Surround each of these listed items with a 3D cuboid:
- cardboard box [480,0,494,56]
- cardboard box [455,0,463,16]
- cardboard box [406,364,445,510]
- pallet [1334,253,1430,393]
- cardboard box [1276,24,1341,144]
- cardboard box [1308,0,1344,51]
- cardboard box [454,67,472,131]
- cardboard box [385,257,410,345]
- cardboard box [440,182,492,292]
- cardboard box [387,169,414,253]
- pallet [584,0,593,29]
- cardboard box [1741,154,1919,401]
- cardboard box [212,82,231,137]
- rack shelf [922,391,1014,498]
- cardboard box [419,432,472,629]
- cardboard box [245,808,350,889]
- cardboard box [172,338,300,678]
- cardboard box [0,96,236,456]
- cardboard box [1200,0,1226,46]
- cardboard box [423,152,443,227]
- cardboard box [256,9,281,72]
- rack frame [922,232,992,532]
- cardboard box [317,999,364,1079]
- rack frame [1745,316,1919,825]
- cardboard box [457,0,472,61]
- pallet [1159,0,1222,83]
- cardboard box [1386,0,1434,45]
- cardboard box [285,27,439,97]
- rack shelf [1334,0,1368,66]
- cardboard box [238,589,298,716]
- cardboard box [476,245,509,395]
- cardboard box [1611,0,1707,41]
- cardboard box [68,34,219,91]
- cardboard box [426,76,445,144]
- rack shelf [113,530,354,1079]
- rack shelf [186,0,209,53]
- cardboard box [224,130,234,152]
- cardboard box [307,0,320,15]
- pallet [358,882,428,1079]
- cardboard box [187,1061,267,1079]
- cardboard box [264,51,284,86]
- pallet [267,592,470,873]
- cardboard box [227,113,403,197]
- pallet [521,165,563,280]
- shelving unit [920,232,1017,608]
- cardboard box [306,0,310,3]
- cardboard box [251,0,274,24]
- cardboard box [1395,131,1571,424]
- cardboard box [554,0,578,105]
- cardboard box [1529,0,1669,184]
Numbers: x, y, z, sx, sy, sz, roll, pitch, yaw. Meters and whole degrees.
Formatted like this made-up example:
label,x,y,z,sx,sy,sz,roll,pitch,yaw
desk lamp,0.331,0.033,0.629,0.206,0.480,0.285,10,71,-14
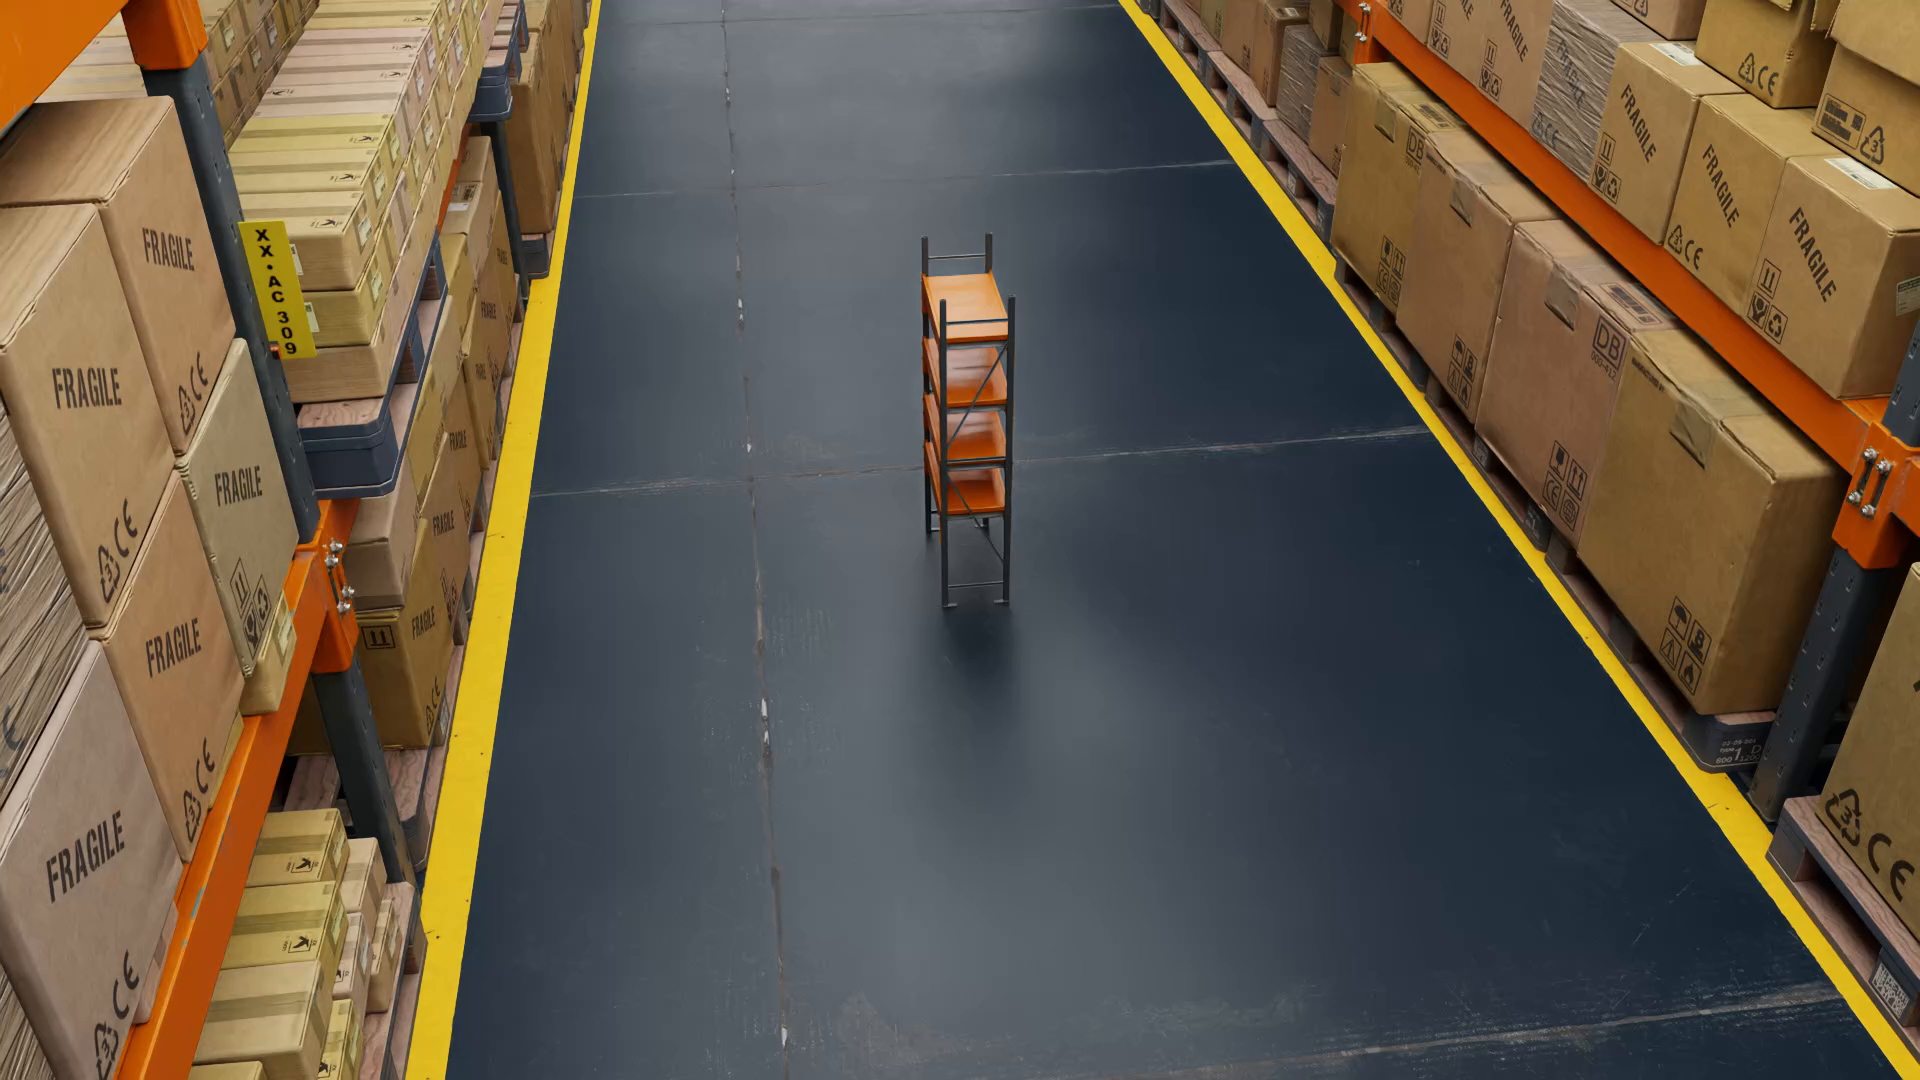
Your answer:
label,x,y,z,sx,sy,sz,roll,pitch,yaw
cardboard box,-1.969,-1.915,6.247,0.380,0.149,0.250,-4,34,-6
cardboard box,-1.904,-1.875,5.660,0.380,0.149,0.250,-4,35,-6
cardboard box,-1.931,-0.316,5.231,0.500,0.250,0.500,-3,34,-5
pallet,2.402,-1.090,7.662,1.003,0.211,1.213,-4,35,-6
cardboard box,2.174,-2.517,9.109,0.700,0.500,0.500,-7,35,-10
cardboard box,2.170,-2.813,8.878,0.500,0.250,0.500,-1,34,-1
cardboard box,-1.868,-1.481,5.610,0.380,0.149,0.250,-3,34,-5
cardboard box,-1.660,-0.615,4.339,0.380,0.149,0.250,-4,34,-6
cardboard box,-2.127,-1.176,6.493,0.500,0.250,0.500,-4,34,-6
cardboard box,-1.689,-0.872,4.452,0.380,0.149,0.250,-4,34,-5
pallet,-3.120,-3.878,11.754,1.003,0.211,1.213,-4,35,-6
cardboard box,2.576,-0.737,4.579,0.500,0.500,0.500,-4,35,-6
cardboard box,-2.450,-1.271,5.038,0.380,0.149,0.250,-4,35,-6
rack shelf,0.022,-0.348,5.814,0.258,0.148,0.480,-4,35,-6
cardboard box,-1.929,-0.004,5.440,0.500,0.500,0.500,-3,34,-4
cardboard box,-1.714,0.801,4.041,0.380,0.149,0.250,-3,34,-5
cardboard box,-1.674,-0.052,3.310,0.500,0.500,0.500,-4,35,-6
cardboard box,-1.688,-0.472,3.038,0.500,0.500,0.500,-6,35,-8
cardboard box,1.940,-3.457,10.488,0.700,0.500,0.500,-5,35,-7
cardboard box,-1.757,-1.037,4.958,0.380,0.149,0.250,-6,35,-8
cardboard box,-2.547,-1.696,5.662,0.380,0.149,0.250,-4,35,-6
rack frame,-0.011,-0.540,5.976,0.240,1.200,0.015,-4,35,-6
cardboard box,-1.560,1.195,3.727,0.380,0.149,0.250,-6,35,-8
rack frame,2.909,-0.455,4.255,1.000,3.000,0.127,-4,35,-6
cardboard box,-1.900,-1.746,5.734,0.380,0.149,0.250,-5,35,-7
pallet,1.939,-3.333,10.953,1.003,0.211,1.213,-4,35,-6
cardboard box,2.167,-2.437,7.074,0.500,0.500,0.500,-3,34,-5
cardboard box,-1.792,-1.428,5.004,0.380,0.149,0.250,-3,34,-5
rack shelf,2.102,-3.506,9.370,1.077,0.370,4.000,-4,35,-6
cardboard box,-1.606,0.245,3.450,0.380,0.149,0.250,-5,35,-8
cardboard box,-2.144,-0.872,6.712,0.500,0.500,0.500,-3,34,-4
cardboard box,2.635,-1.997,5.537,0.797,0.503,0.637,-3,34,-5
cardboard box,-2.441,-1.388,4.946,0.380,0.149,0.250,-6,35,-9
cardboard box,-1.798,-1.315,5.103,0.380,0.149,0.250,-5,35,-7
rack shelf,-1.750,1.277,2.351,1.077,0.370,4.000,-4,35,-6
rack shelf,-2.288,-2.195,4.782,1.077,0.370,4.000,-4,35,-6
cardboard box,-2.447,-1.139,5.108,0.380,0.149,0.250,-3,34,-4
cardboard box,-2.661,-2.023,6.406,0.380,0.149,0.250,-3,34,-4
pallet,-1.894,1.388,4.026,1.003,0.211,1.213,-4,35,-6
cardboard box,-1.642,1.230,3.412,0.380,0.149,0.250,-3,34,-5
cardboard box,-2.549,-1.574,5.746,0.380,0.149,0.250,-3,34,-5
pallet,-2.126,0.582,5.209,1.003,0.211,1.213,-4,35,-6
cardboard box,-1.692,-1.005,4.383,0.380,0.149,0.250,-4,34,-6
pallet,-2.589,-1.662,8.501,1.003,0.211,1.213,-4,35,-6
shelving unit,0.022,-0.403,5.777,0.258,1.200,0.503,-4,35,-6
cardboard box,-2.653,-2.125,6.290,0.380,0.149,0.250,-3,34,-4
cardboard box,-2.547,-1.826,5.587,0.380,0.149,0.250,-3,34,-4
cardboard box,2.556,-1.098,6.712,1.225,0.875,0.875,-4,35,-6
cardboard box,-2.797,-2.966,9.564,1.050,0.750,0.750,-4,35,-6
cardboard box,2.376,-1.585,5.823,0.500,0.500,0.500,-4,35,-6
